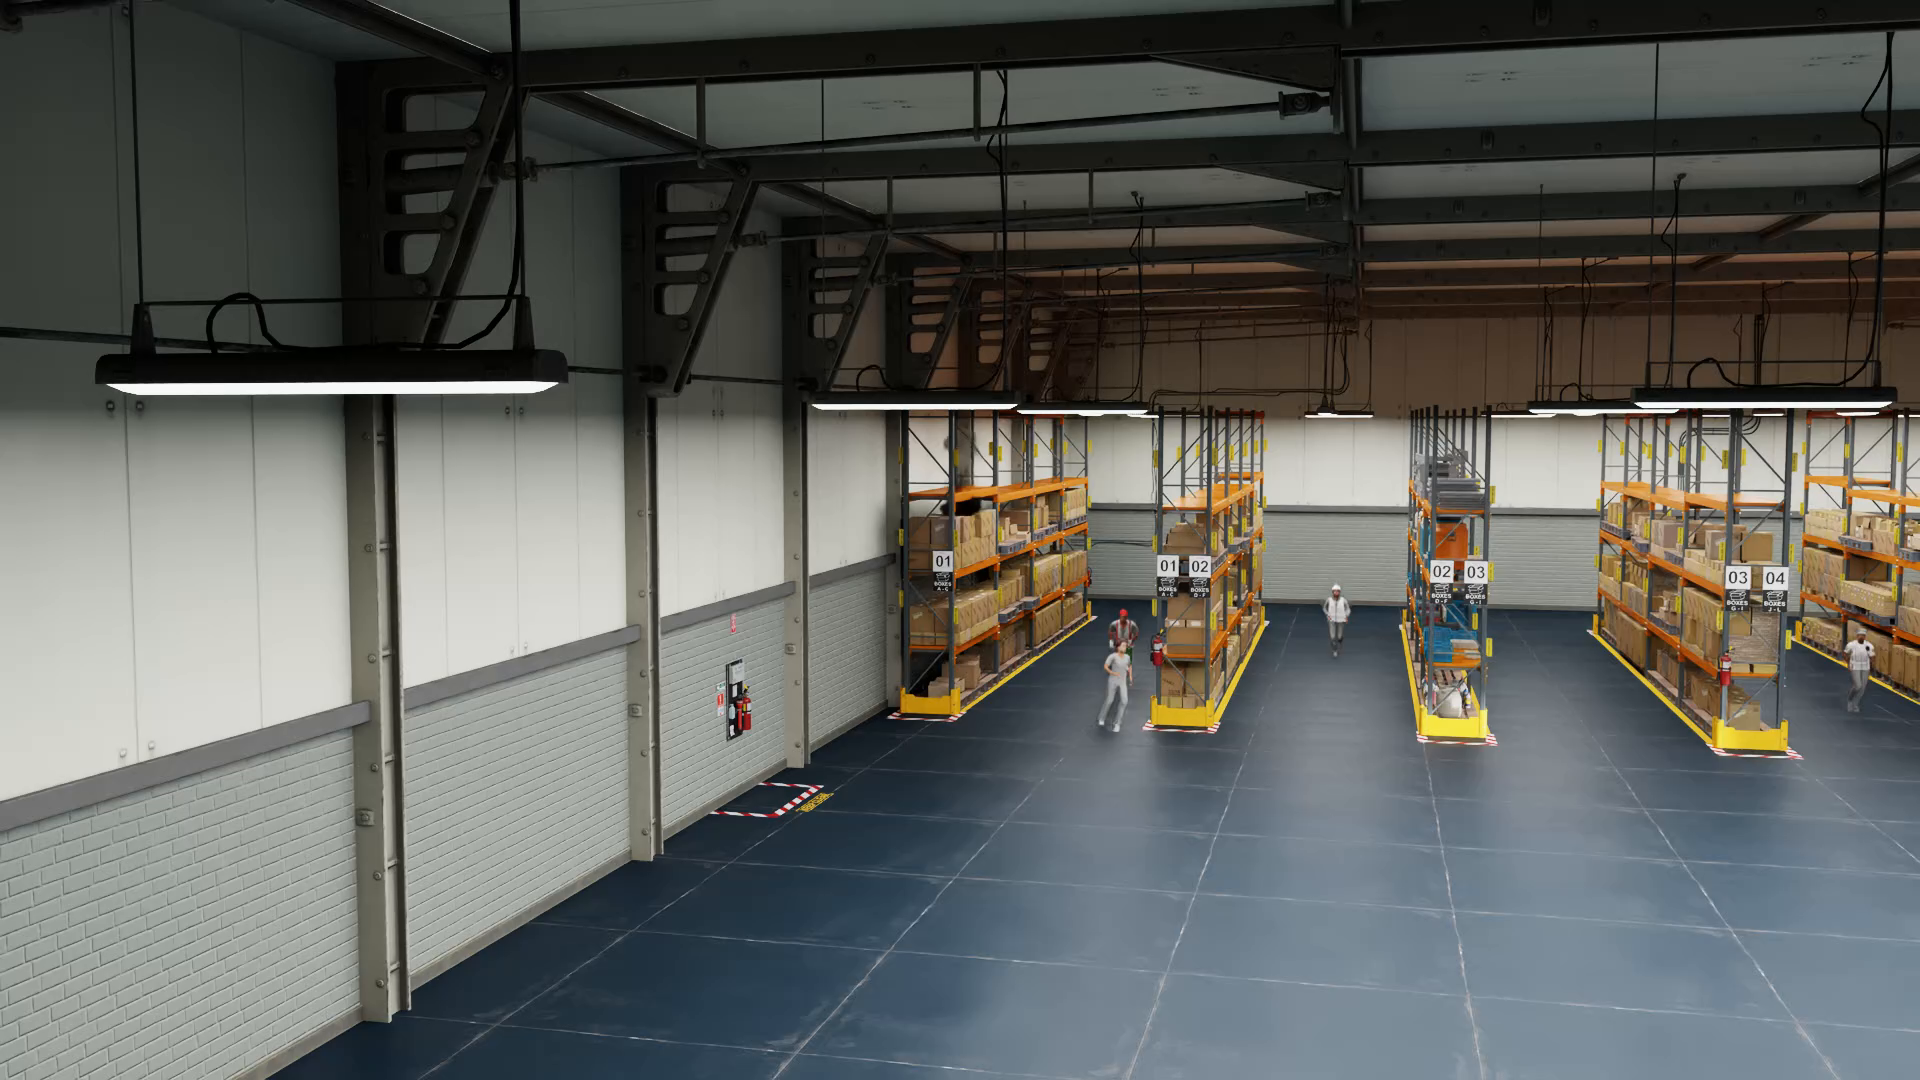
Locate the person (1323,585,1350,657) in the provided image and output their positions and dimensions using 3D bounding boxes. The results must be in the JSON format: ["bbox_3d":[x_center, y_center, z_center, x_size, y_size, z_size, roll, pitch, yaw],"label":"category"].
[{"bbox_3d":[9.153,1.968,40.457,0.661,1.731,0.585,1,4,13],"label":"person"}]

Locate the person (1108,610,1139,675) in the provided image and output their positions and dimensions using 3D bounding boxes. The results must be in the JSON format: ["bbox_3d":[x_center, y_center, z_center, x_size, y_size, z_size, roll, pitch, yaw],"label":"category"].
[{"bbox_3d":[3.512,2.326,35.698,0.654,1.711,0.770,0,4,6],"label":"person"}]

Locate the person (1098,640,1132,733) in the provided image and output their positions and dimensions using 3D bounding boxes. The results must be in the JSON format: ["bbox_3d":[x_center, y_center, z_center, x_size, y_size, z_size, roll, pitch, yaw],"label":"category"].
[{"bbox_3d":[2.939,2.679,30.852,0.645,1.676,0.716,-1,4,-18],"label":"person"}]

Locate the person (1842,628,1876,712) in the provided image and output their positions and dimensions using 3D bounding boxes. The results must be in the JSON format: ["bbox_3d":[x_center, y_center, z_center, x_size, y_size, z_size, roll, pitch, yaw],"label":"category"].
[{"bbox_3d":[17.619,2.551,32.528,0.554,1.679,0.625,1,4,13],"label":"person"}]
